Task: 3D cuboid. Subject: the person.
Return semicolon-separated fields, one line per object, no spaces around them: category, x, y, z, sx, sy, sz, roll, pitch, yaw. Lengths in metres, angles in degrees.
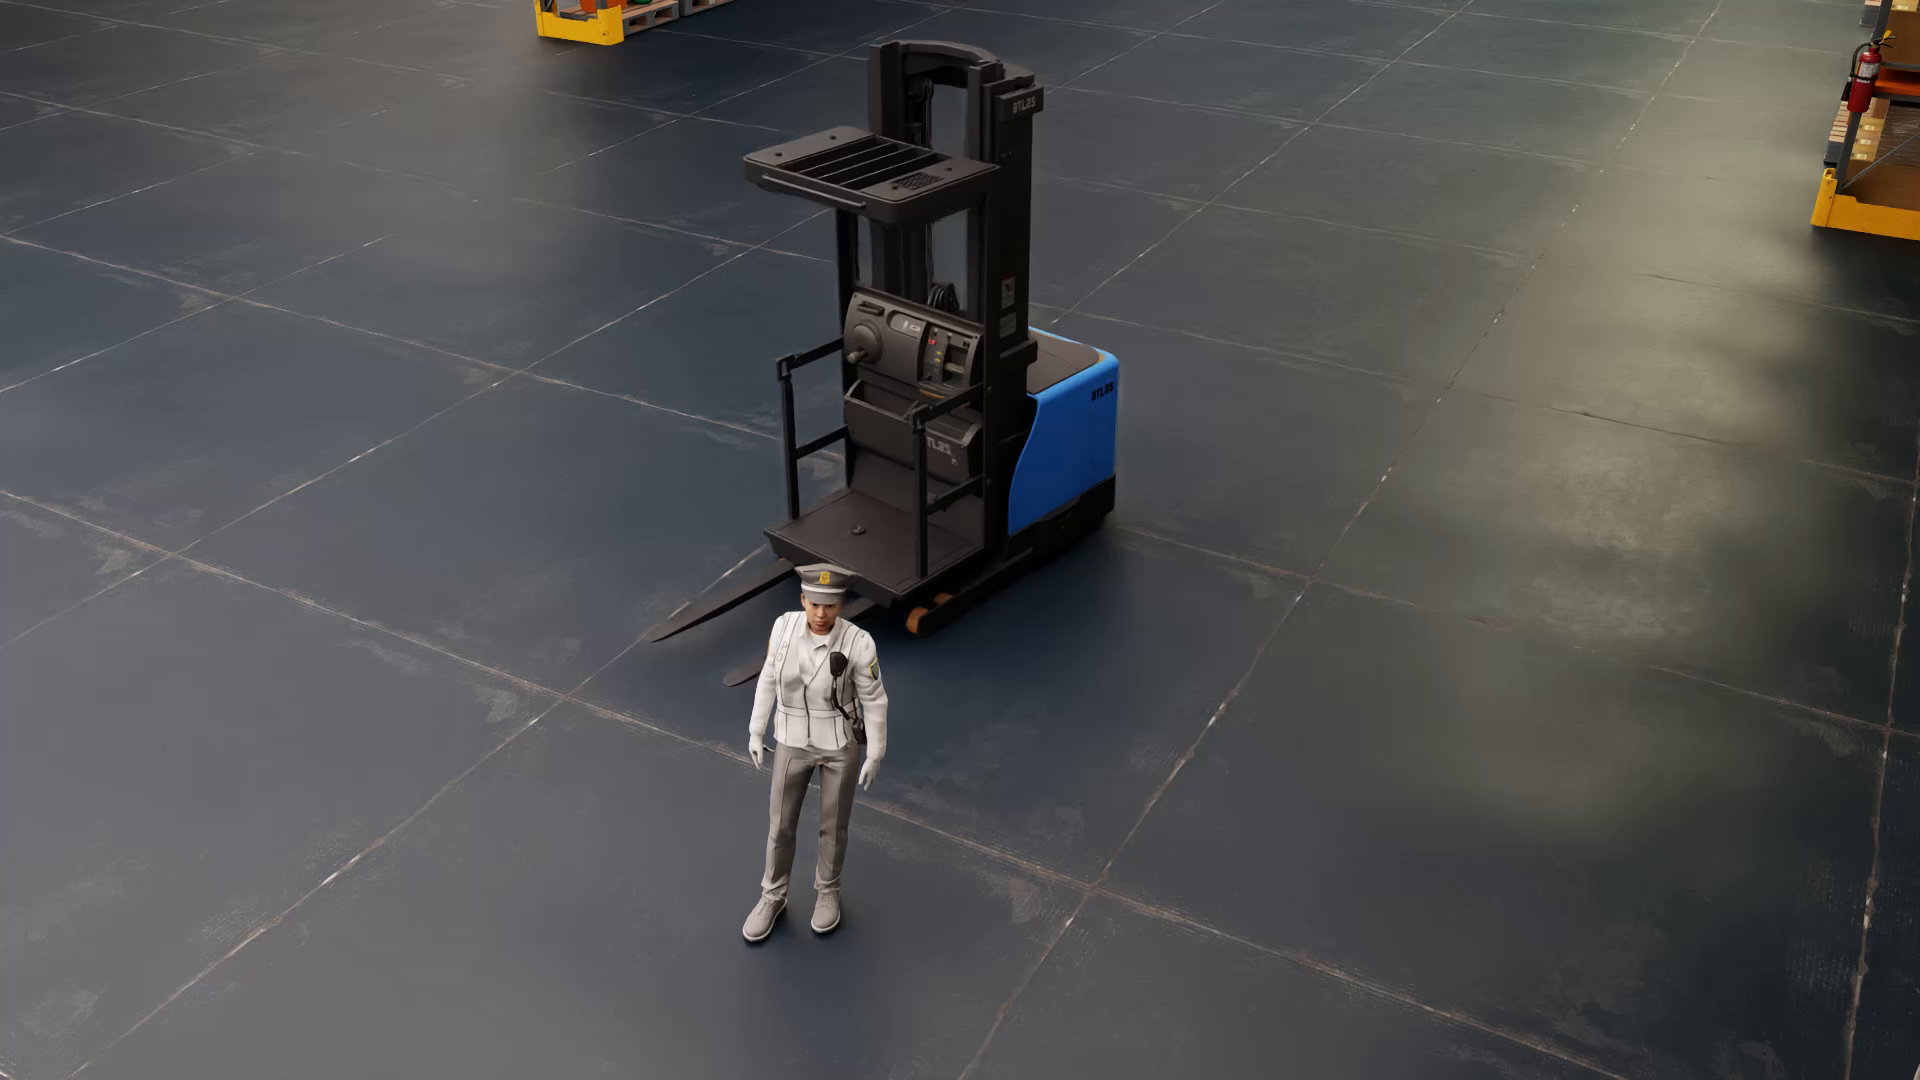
person;-0.598;0.867;6.790;0.587;1.694;0.531;6;31;10

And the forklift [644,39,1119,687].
forklift;-0.403;-1.024;8.846;1.130;2.935;3.031;24;37;35
